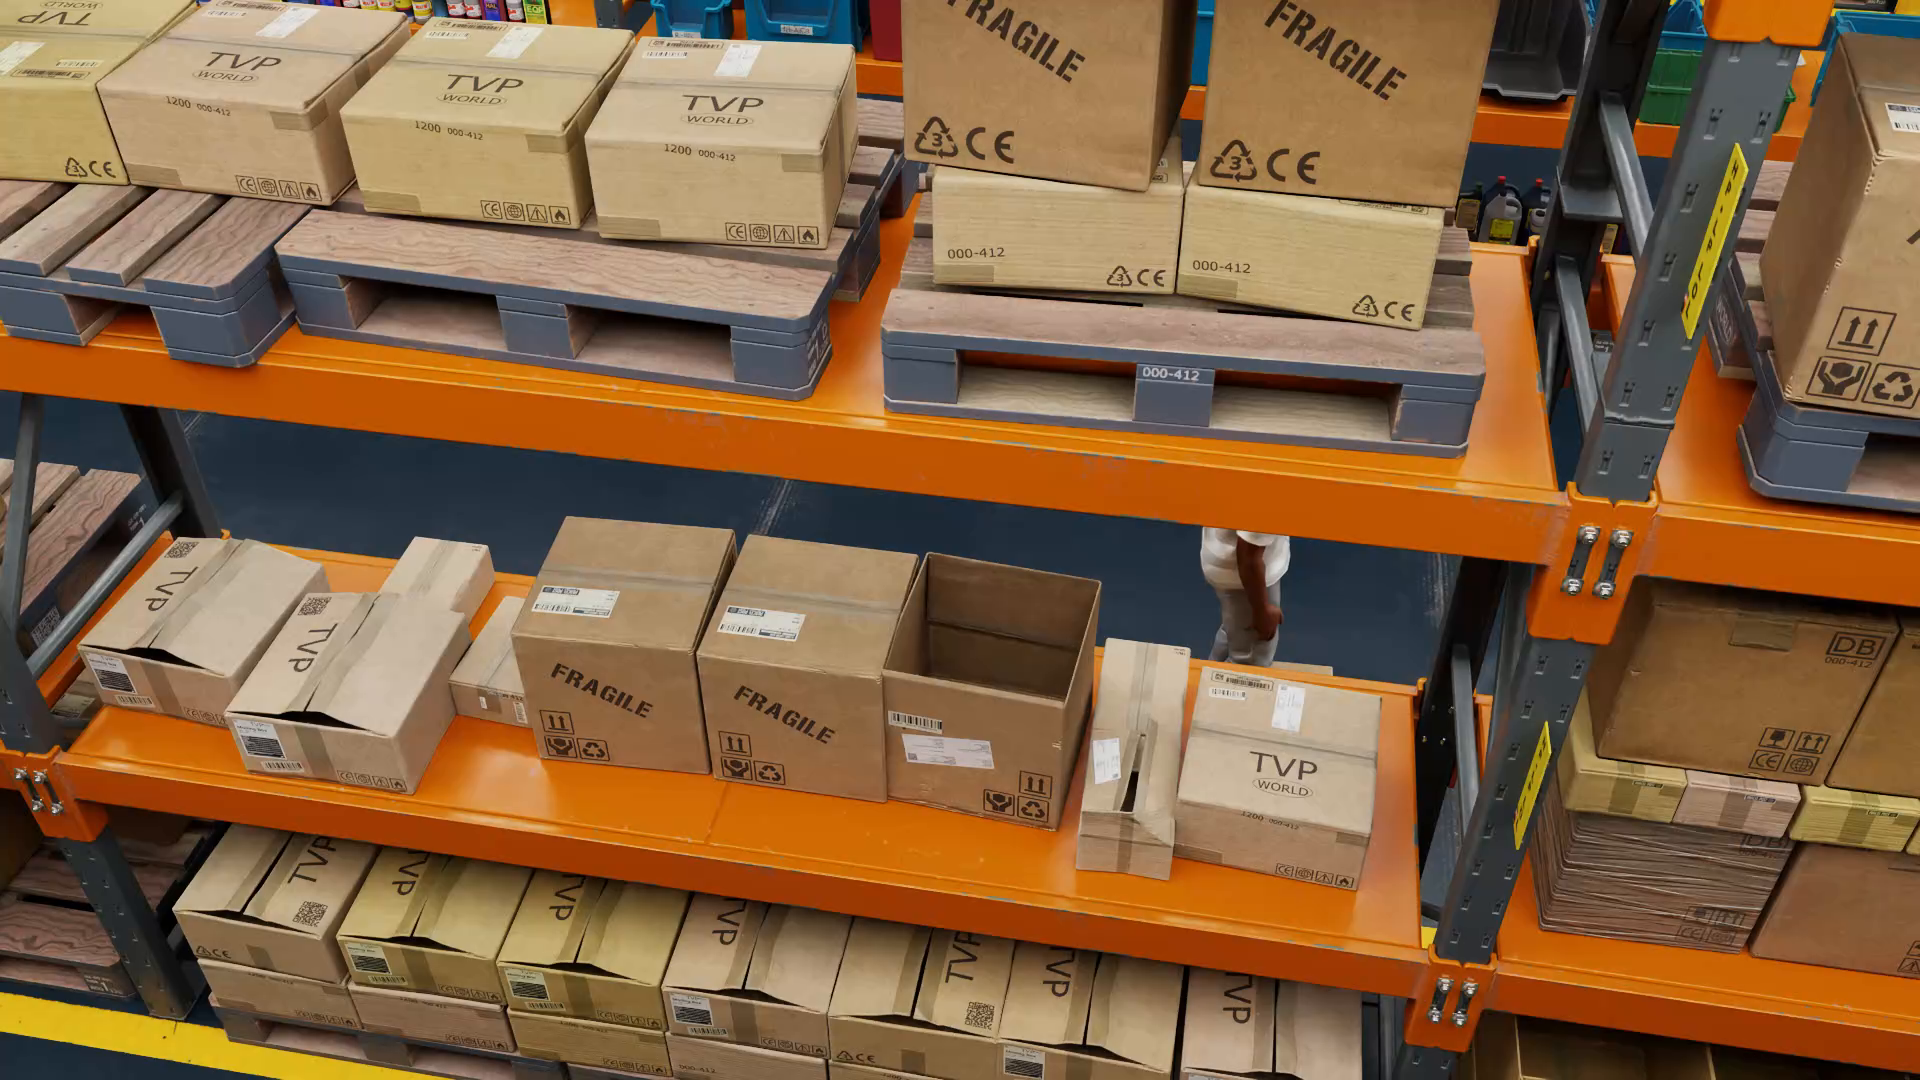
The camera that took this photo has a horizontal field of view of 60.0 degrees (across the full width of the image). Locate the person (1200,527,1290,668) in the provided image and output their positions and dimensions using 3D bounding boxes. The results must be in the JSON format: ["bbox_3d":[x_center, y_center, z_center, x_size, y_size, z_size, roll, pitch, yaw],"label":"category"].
[{"bbox_3d":[1.096,0.069,6.061,0.456,1.761,0.627,7,41,8],"label":"person"}]
